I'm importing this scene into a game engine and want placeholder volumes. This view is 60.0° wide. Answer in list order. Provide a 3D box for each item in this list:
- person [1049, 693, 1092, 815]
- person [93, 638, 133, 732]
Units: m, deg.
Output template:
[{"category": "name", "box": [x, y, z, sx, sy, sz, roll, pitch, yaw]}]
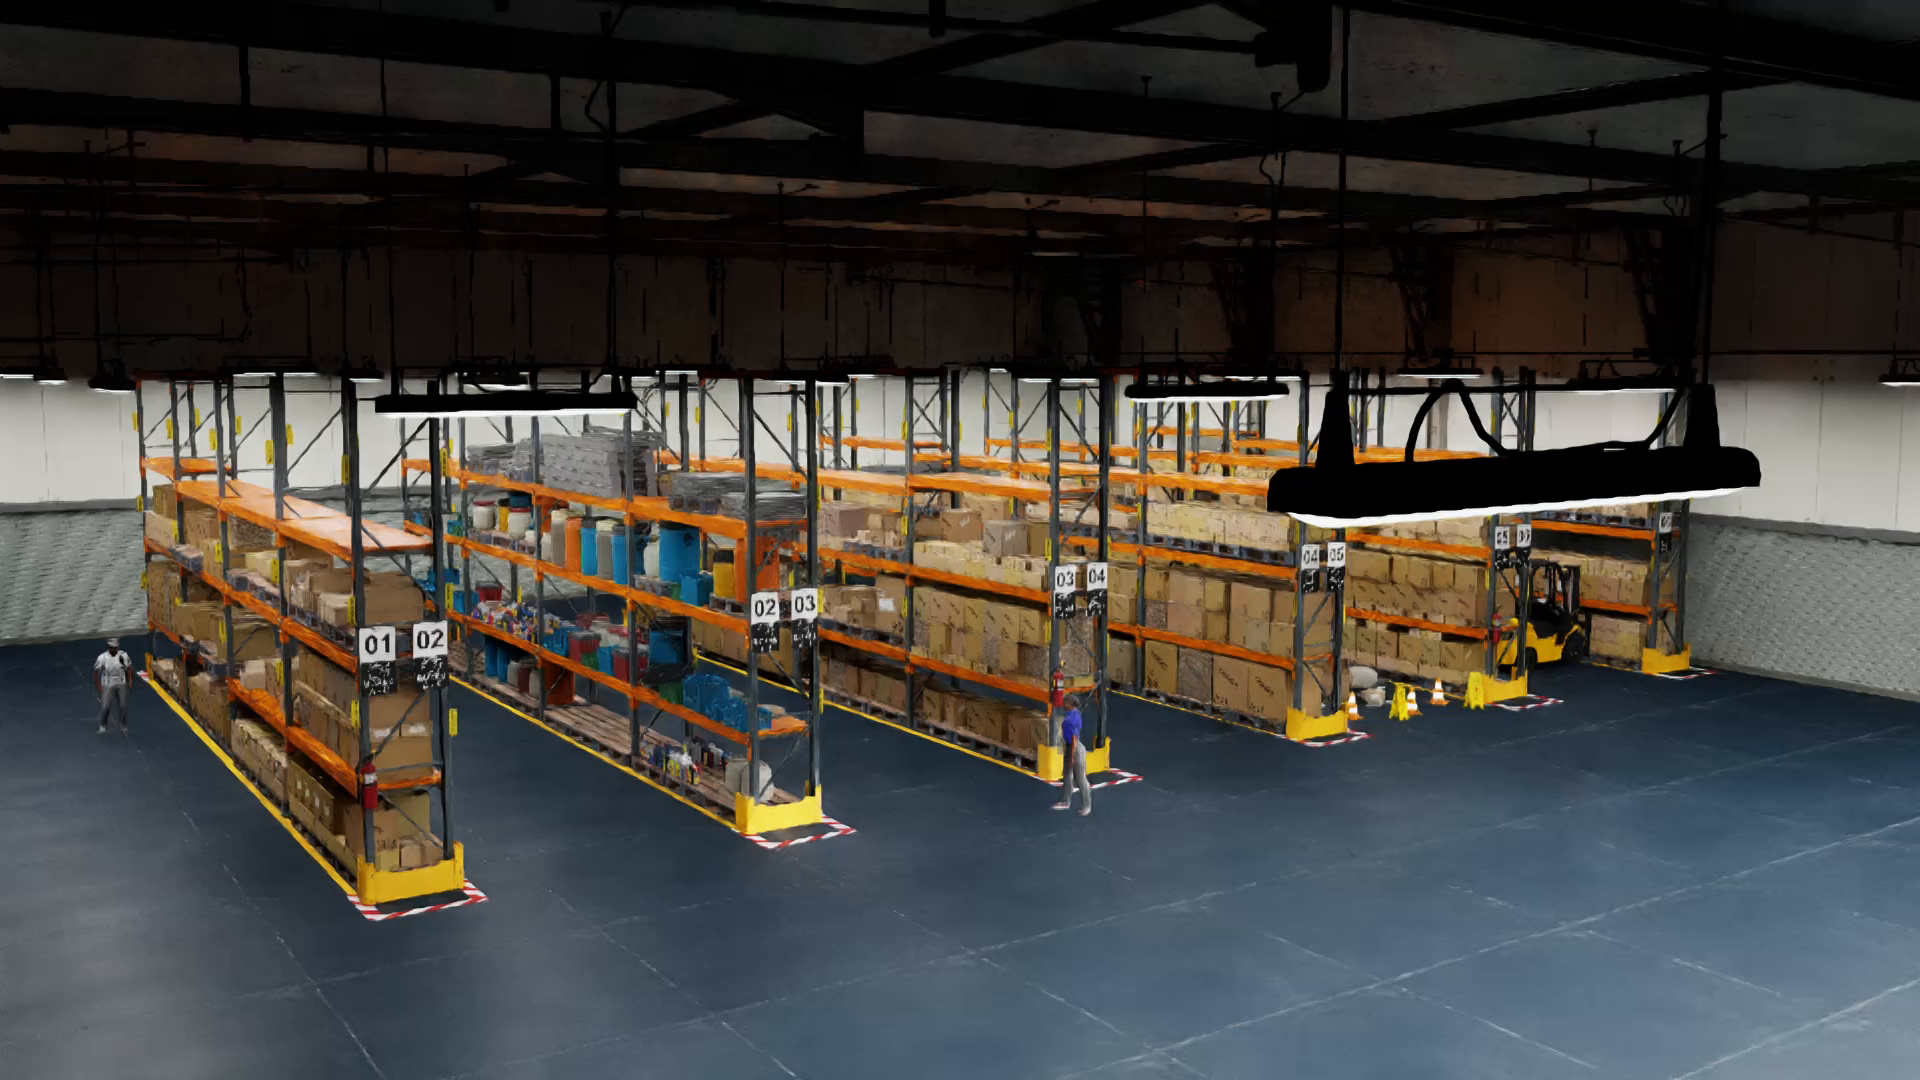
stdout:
[{"category": "person", "box": [1.526, 2.918, 22.889, 0.556, 1.650, 0.588, -1, 7, -8]}, {"category": "person", "box": [-14.111, 2.407, 27.727, 0.592, 1.625, 0.531, -5, 8, -36]}]
